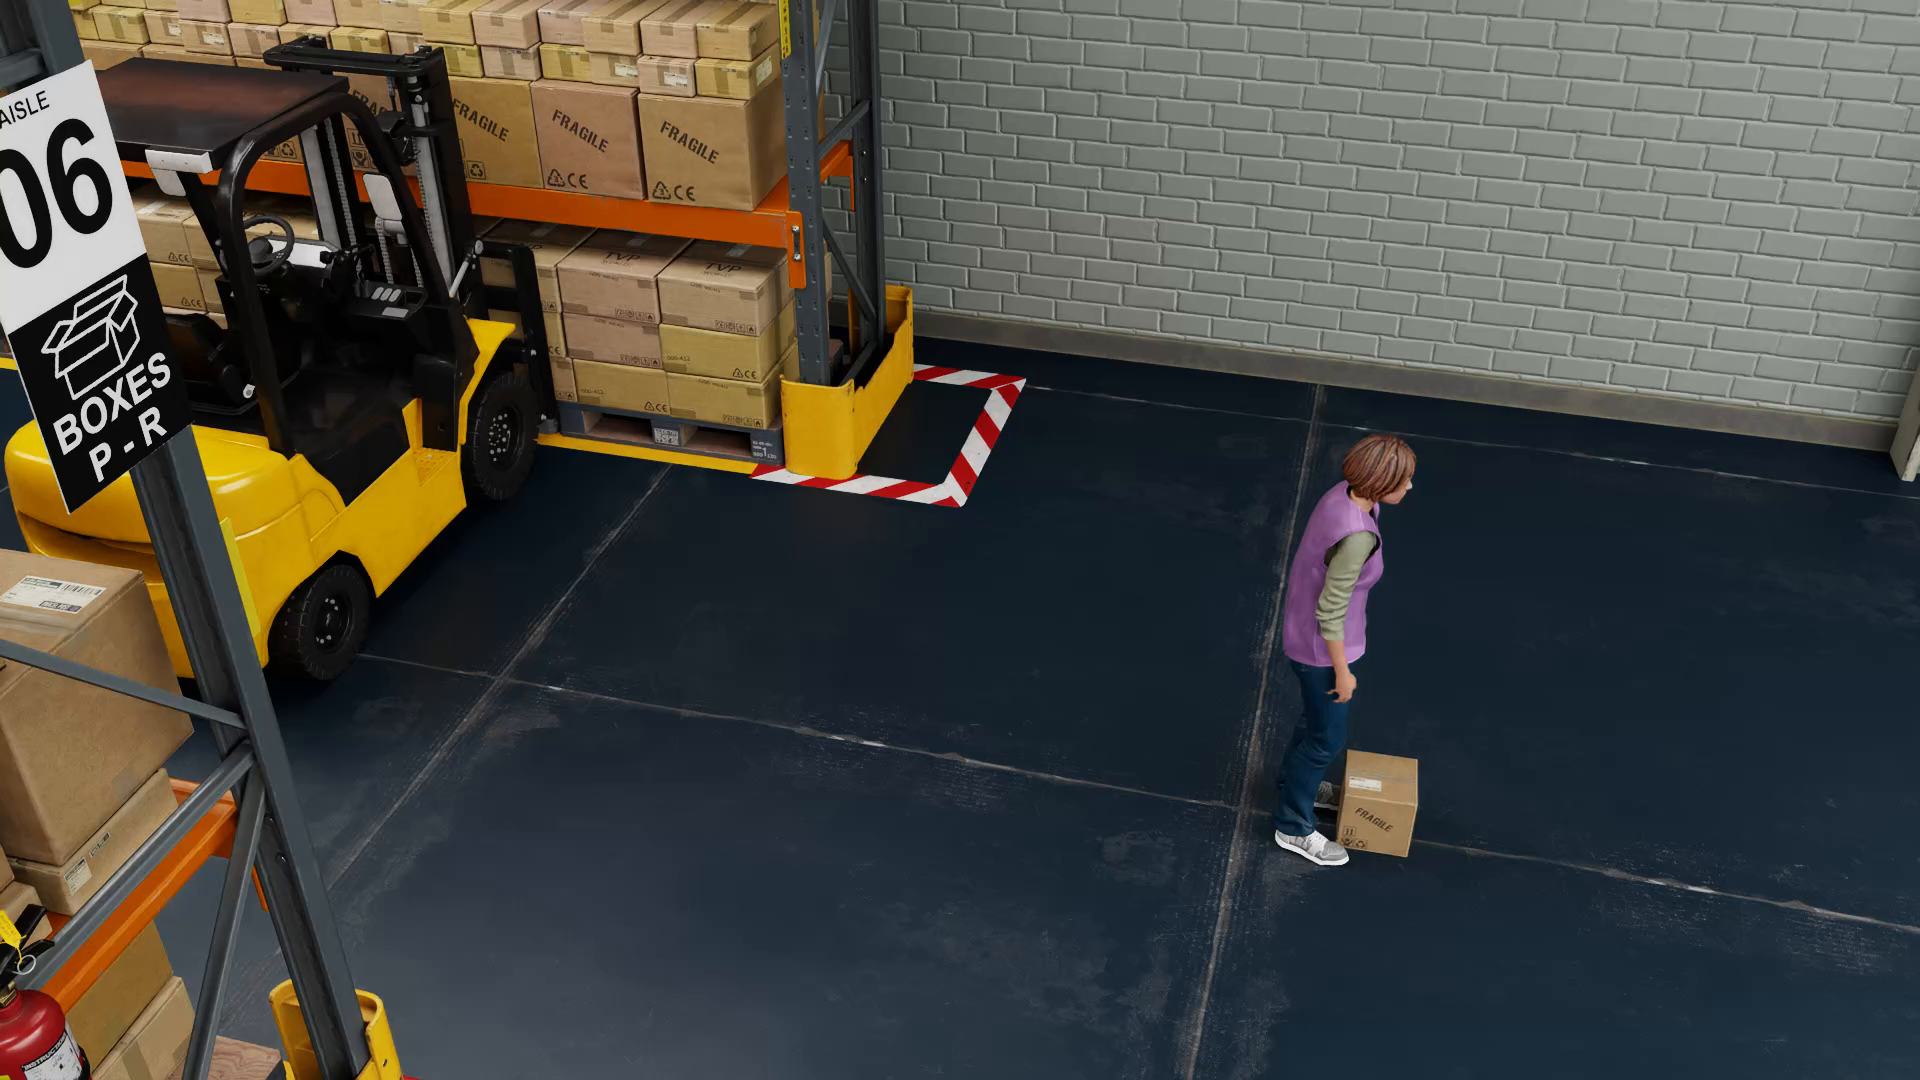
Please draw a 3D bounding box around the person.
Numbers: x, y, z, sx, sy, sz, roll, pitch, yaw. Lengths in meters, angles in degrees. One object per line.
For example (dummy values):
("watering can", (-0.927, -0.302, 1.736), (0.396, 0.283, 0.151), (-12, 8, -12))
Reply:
("person", (1.260, 0.350, 5.617), (0.345, 1.593, 0.474), (7, 34, 11))
